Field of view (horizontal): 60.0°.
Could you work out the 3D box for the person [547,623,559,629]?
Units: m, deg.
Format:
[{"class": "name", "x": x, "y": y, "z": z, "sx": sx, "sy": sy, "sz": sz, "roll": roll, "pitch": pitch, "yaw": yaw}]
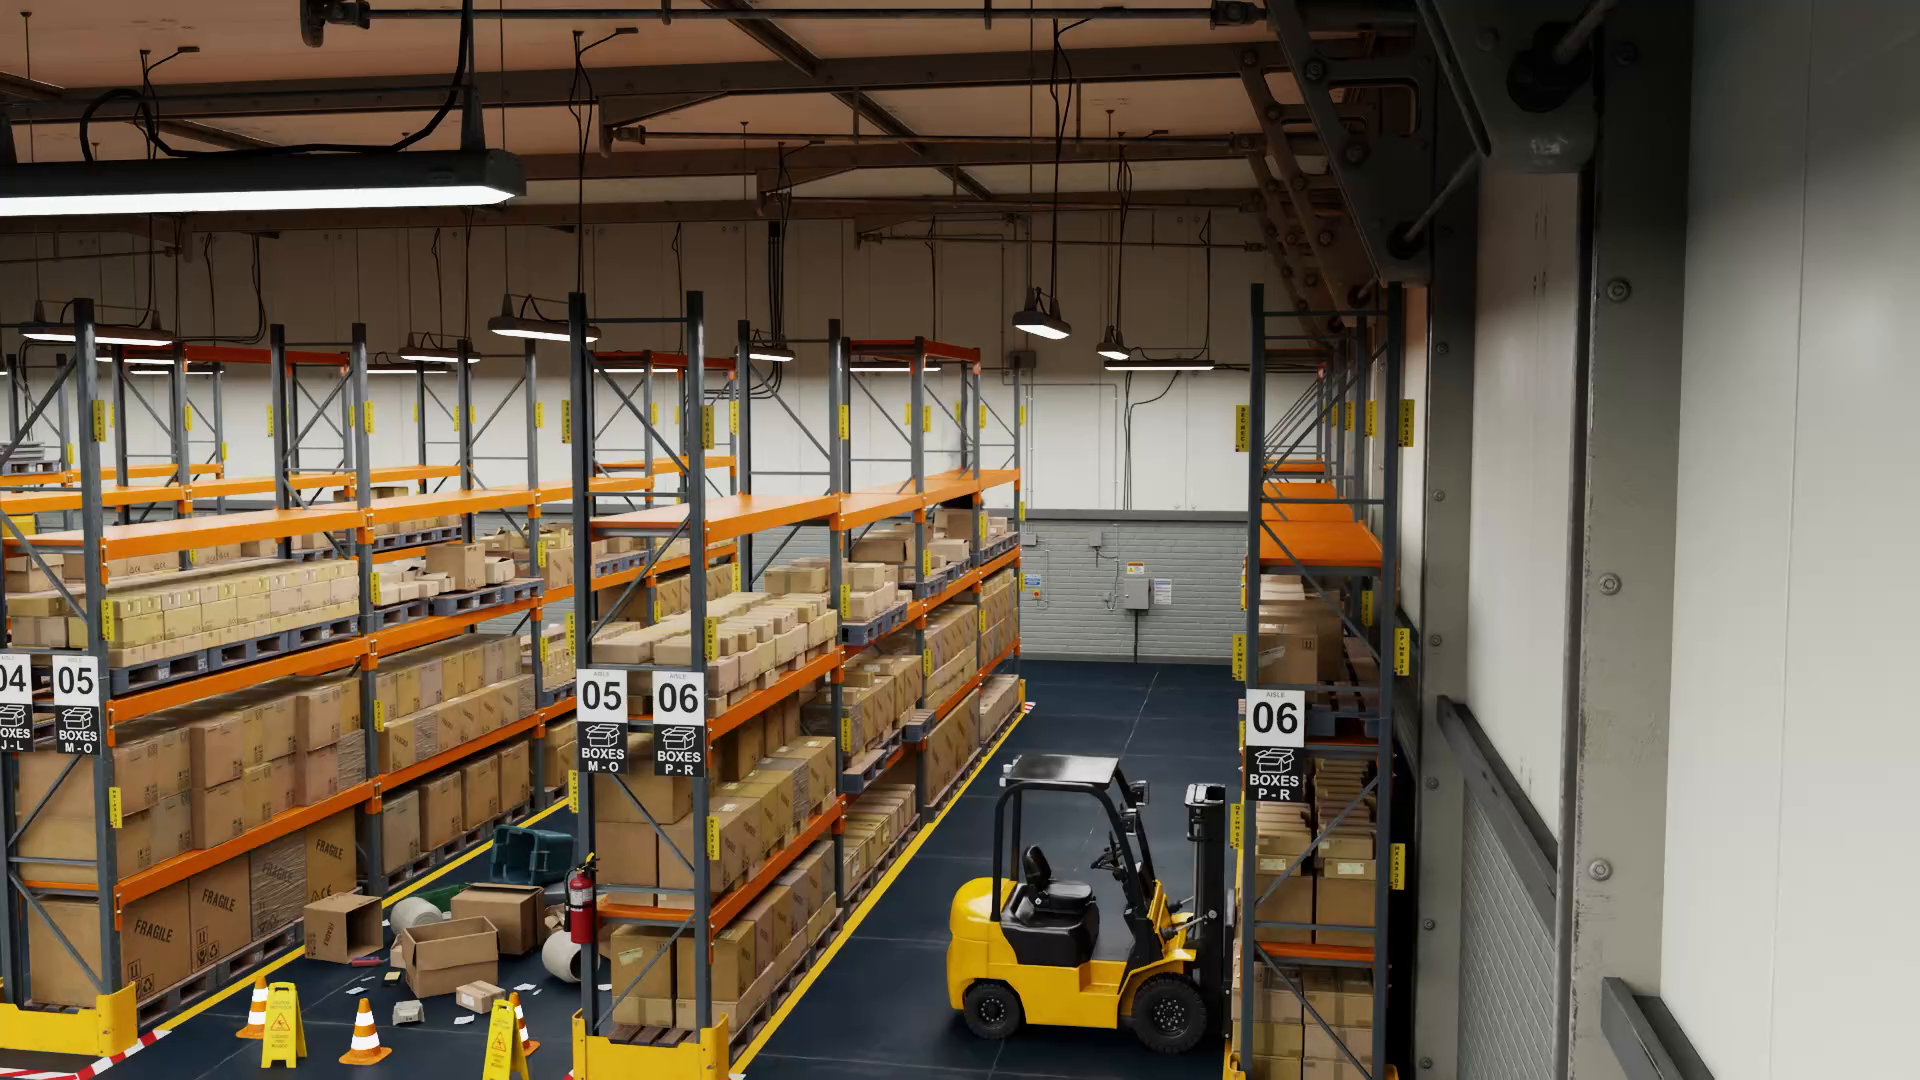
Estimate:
[{"class": "person", "x": -6.474, "y": 2.178, "z": 26.765, "sx": 0.715, "sy": 1.740, "sz": 0.850, "roll": 1, "pitch": 5, "yaw": 15}]
